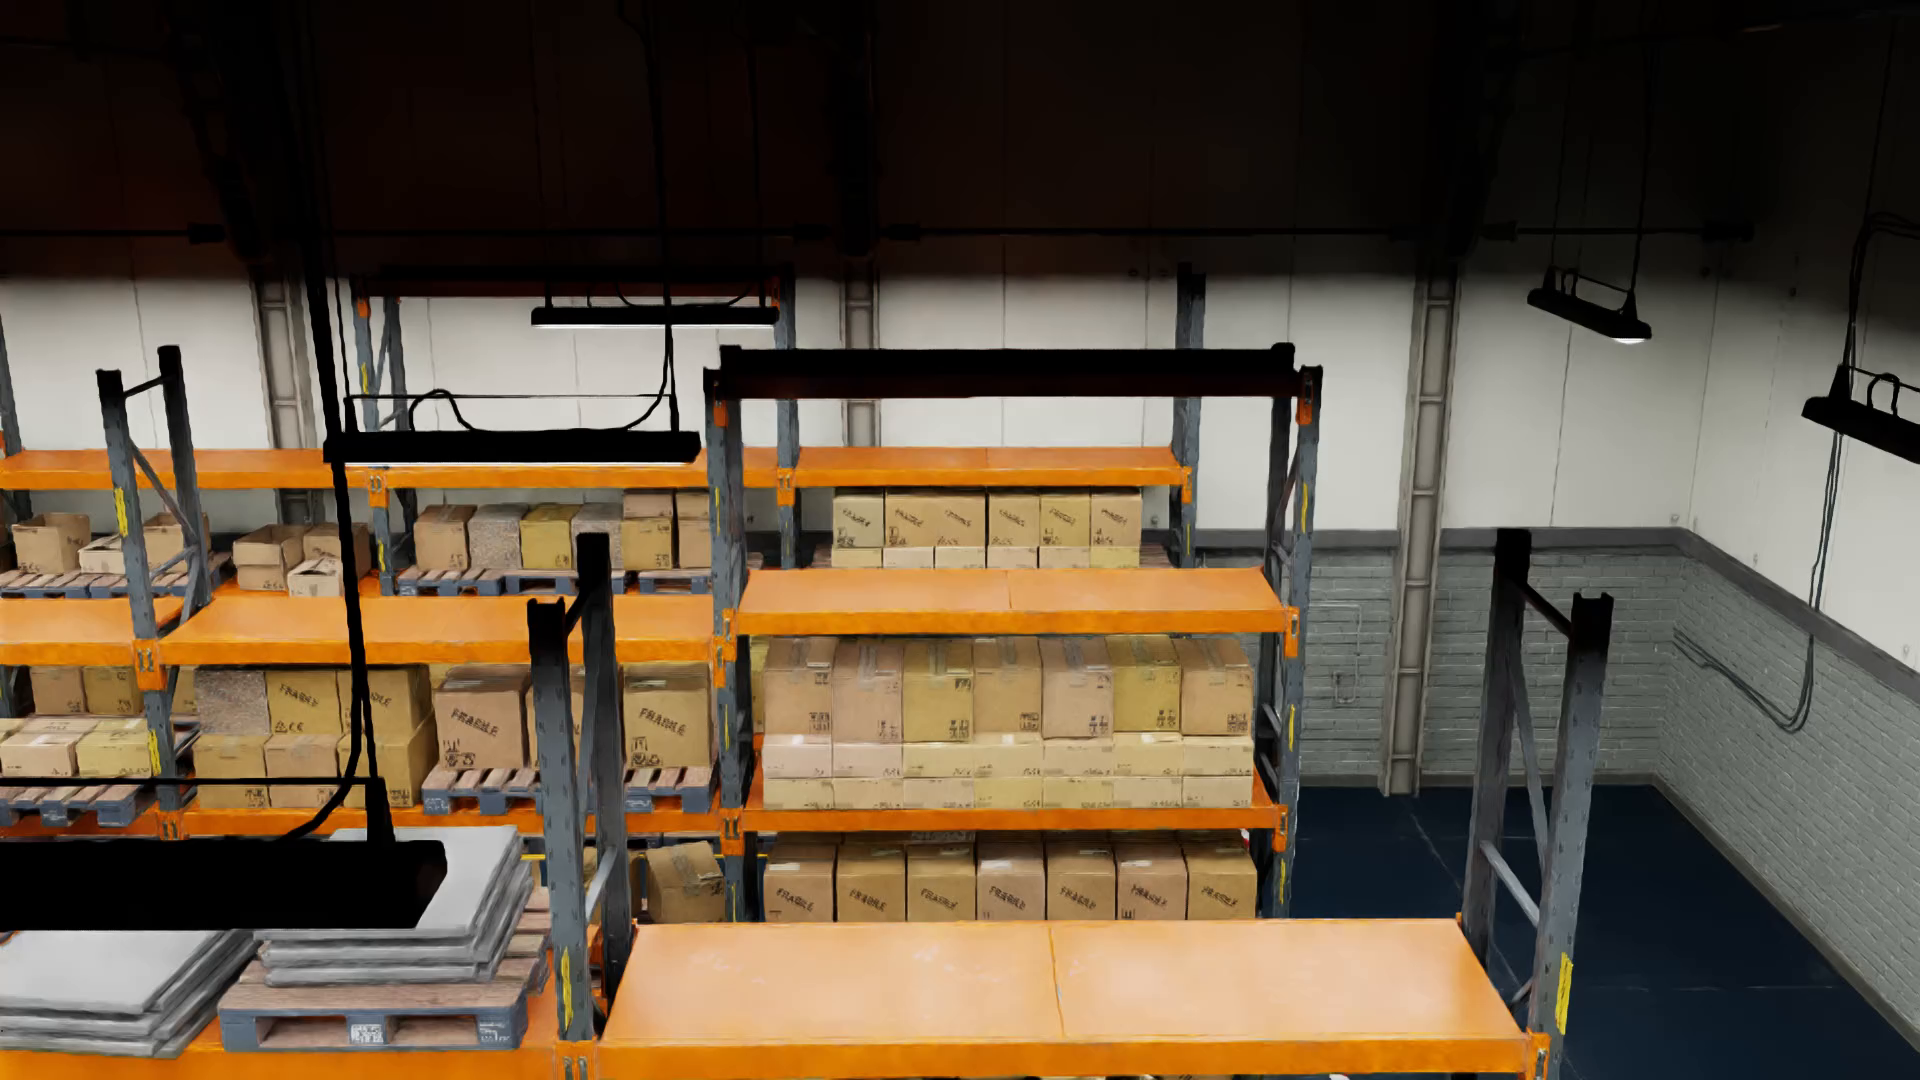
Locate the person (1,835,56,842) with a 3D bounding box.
[{"bbox_3d":[-8.282,3.111,14.785,1.094,1.725,0.594,-1,16,-2],"label":"person"}]
